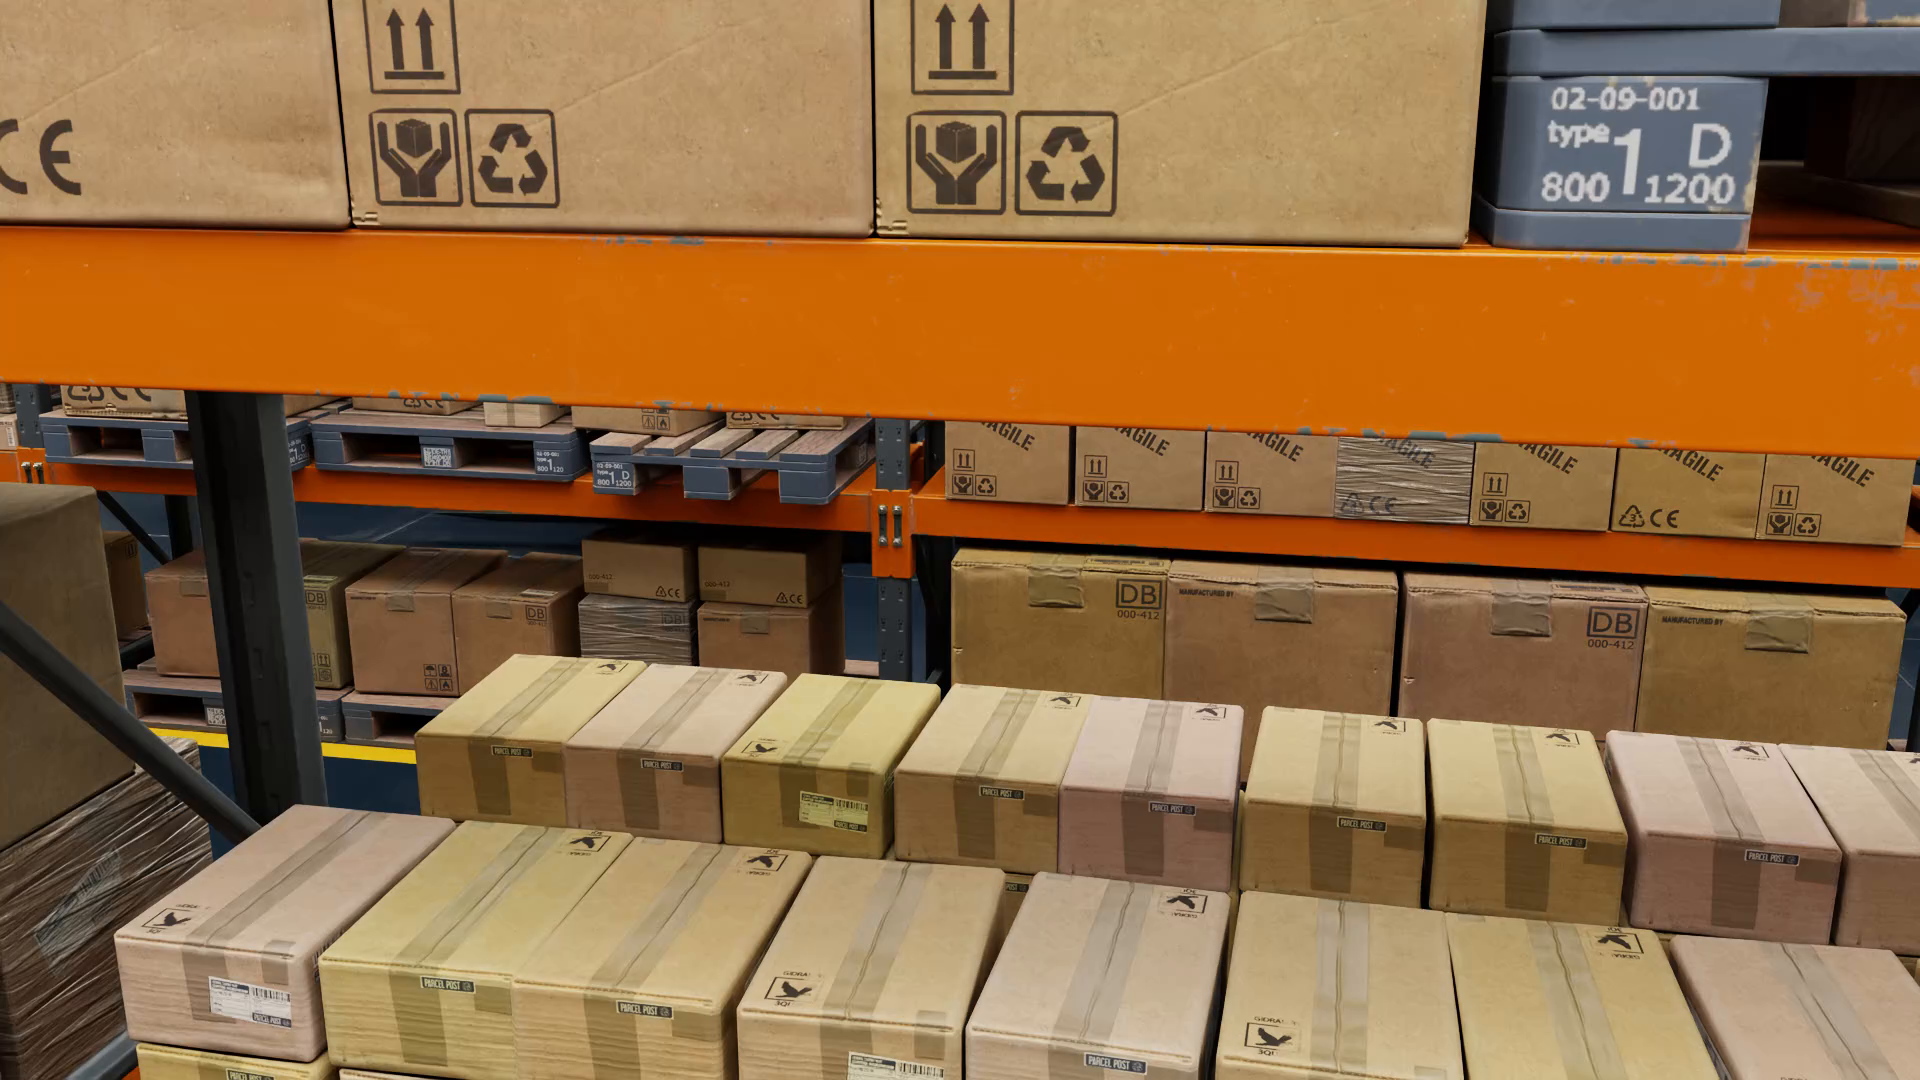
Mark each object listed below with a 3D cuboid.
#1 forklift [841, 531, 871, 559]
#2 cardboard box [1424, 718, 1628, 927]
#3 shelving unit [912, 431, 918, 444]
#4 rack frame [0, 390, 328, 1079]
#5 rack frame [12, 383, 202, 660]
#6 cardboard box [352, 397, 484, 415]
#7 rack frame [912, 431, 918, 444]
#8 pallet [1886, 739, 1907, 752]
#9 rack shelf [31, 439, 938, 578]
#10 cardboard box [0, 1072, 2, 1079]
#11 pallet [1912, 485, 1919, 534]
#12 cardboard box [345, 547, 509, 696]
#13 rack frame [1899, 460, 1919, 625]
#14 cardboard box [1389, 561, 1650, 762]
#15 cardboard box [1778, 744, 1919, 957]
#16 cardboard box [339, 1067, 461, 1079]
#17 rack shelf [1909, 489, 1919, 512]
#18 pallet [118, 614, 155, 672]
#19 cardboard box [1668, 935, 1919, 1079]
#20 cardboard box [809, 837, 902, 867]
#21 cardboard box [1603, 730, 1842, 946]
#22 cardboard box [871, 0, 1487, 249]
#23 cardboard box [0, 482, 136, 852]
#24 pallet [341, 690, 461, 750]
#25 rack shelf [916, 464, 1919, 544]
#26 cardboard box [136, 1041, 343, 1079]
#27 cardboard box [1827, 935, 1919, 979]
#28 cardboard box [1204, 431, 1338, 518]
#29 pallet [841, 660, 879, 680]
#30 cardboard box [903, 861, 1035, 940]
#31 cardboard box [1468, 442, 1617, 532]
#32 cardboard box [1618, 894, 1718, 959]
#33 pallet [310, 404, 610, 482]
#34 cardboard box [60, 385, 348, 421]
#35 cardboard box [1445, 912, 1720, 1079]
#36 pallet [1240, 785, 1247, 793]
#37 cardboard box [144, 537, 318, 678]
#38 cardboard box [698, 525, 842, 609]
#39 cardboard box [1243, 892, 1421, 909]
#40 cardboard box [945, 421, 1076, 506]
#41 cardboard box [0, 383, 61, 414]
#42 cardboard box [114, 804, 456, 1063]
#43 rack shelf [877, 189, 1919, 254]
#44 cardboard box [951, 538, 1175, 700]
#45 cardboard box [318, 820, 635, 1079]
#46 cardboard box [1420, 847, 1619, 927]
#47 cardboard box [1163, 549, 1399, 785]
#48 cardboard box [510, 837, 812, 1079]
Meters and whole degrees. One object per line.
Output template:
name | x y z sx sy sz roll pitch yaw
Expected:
forklift | -18.652 -4.191 20.795 38.197 2.843 19.219 1 16 5
cardboard box | 0.823 0.410 2.463 0.250 0.149 0.380 4 16 13
shelving unit | -7.858 -0.662 2.144 14.799 6.000 19.179 2 16 7
rack frame | -1.270 0.788 2.527 0.127 3.000 1.000 3 16 11
rack frame | -4.103 -0.717 7.960 0.127 3.000 1.000 3 16 11
cardboard box | -2.386 -0.901 7.645 0.637 0.503 0.797 5 16 17
rack frame | -0.329 -0.564 10.920 0.032 1.125 0.500 2 16 7
pallet | 4.466 1.114 6.576 1.213 0.211 1.003 3 16 11
rack shelf | -2.143 -0.264 7.672 4.000 0.370 1.077 3 16 11
cardboard box | -1.961 0.702 2.650 1.009 0.500 1.038 3 16 11
pallet | 6.651 -0.150 11.137 1.213 0.211 1.003 3 16 11
cardboard box | -2.493 0.374 7.881 0.500 0.500 0.700 2 16 6
rack frame | 3.736 -0.290 6.421 0.053 2.616 0.949 3 16 11
cardboard box | 2.230 0.454 6.926 0.875 0.875 1.225 3 16 9
cardboard box | 1.335 0.437 2.366 0.250 0.149 0.380 3 16 11
cardboard box | -0.571 0.656 2.133 0.250 0.149 0.380 4 16 14
rack shelf | 5.697 0.033 6.100 3.809 0.052 0.919 3 16 11
pallet | -4.768 0.601 8.428 1.213 0.211 1.003 3 16 11
cardboard box | 0.940 0.593 1.801 0.250 0.149 0.380 2 16 9
cardboard box | -0.175 0.498 2.703 0.250 0.149 0.380 3 16 12
cardboard box | 1.088 0.423 2.415 0.250 0.149 0.380 4 16 13
cardboard box | 0.219 -0.556 1.572 0.500 0.500 0.500 3 16 11
cardboard box | -1.708 0.232 2.476 0.500 0.500 0.700 3 16 11
pallet | -2.140 0.732 7.952 1.213 0.211 1.003 3 16 11
rack shelf | 1.777 -0.145 6.878 3.809 0.124 0.919 3 16 11
cardboard box | -0.837 0.642 2.183 0.250 0.149 0.380 4 16 14
cardboard box | 1.328 0.581 2.403 0.250 0.149 0.380 4 16 13
cardboard box | 1.248 -0.402 6.637 0.500 0.500 0.500 3 16 10
pallet | -0.949 0.798 7.716 1.213 0.211 1.003 3 16 11
cardboard box | 0.070 0.511 2.654 0.250 0.149 0.380 3 16 11
cardboard box | 2.227 -0.347 6.438 0.500 0.500 0.500 3 16 10
cardboard box | 1.068 0.567 2.454 0.250 0.149 0.380 3 16 10
pallet | -2.131 -0.506 7.559 1.213 0.211 1.003 3 16 11
cardboard box | -3.352 -1.129 7.539 1.000 1.000 1.000 3 16 11
cardboard box | 0.676 0.579 1.851 0.270 0.149 0.393 4 16 13
pallet | 1.766 0.967 7.105 1.213 0.211 1.003 3 16 11
cardboard box | -3.505 0.314 8.097 0.500 0.500 0.700 2 16 7
cardboard box | -0.846 0.100 7.467 0.500 0.250 0.500 4 16 13
cardboard box | 0.569 0.539 2.555 0.250 0.149 0.380 4 16 12
cardboard box | 0.239 -0.455 6.828 0.500 0.500 0.500 4 16 13
cardboard box | -4.531 -0.948 8.052 0.500 0.500 0.875 3 16 11
cardboard box | -0.852 0.496 2.153 0.250 0.149 0.380 3 16 11
rack shelf | 0.689 -0.298 1.813 3.809 0.124 0.919 3 16 11
cardboard box | 0.489 0.360 7.268 0.875 0.875 1.225 2 16 8
cardboard box | -0.592 0.509 2.105 0.250 0.149 0.380 3 16 10
cardboard box | 0.822 0.552 2.505 0.250 0.149 0.380 3 16 10
cardboard box | 1.361 0.409 7.089 0.875 0.875 1.225 3 16 11
cardboard box | -0.353 0.523 2.053 0.250 0.149 0.380 3 16 11
